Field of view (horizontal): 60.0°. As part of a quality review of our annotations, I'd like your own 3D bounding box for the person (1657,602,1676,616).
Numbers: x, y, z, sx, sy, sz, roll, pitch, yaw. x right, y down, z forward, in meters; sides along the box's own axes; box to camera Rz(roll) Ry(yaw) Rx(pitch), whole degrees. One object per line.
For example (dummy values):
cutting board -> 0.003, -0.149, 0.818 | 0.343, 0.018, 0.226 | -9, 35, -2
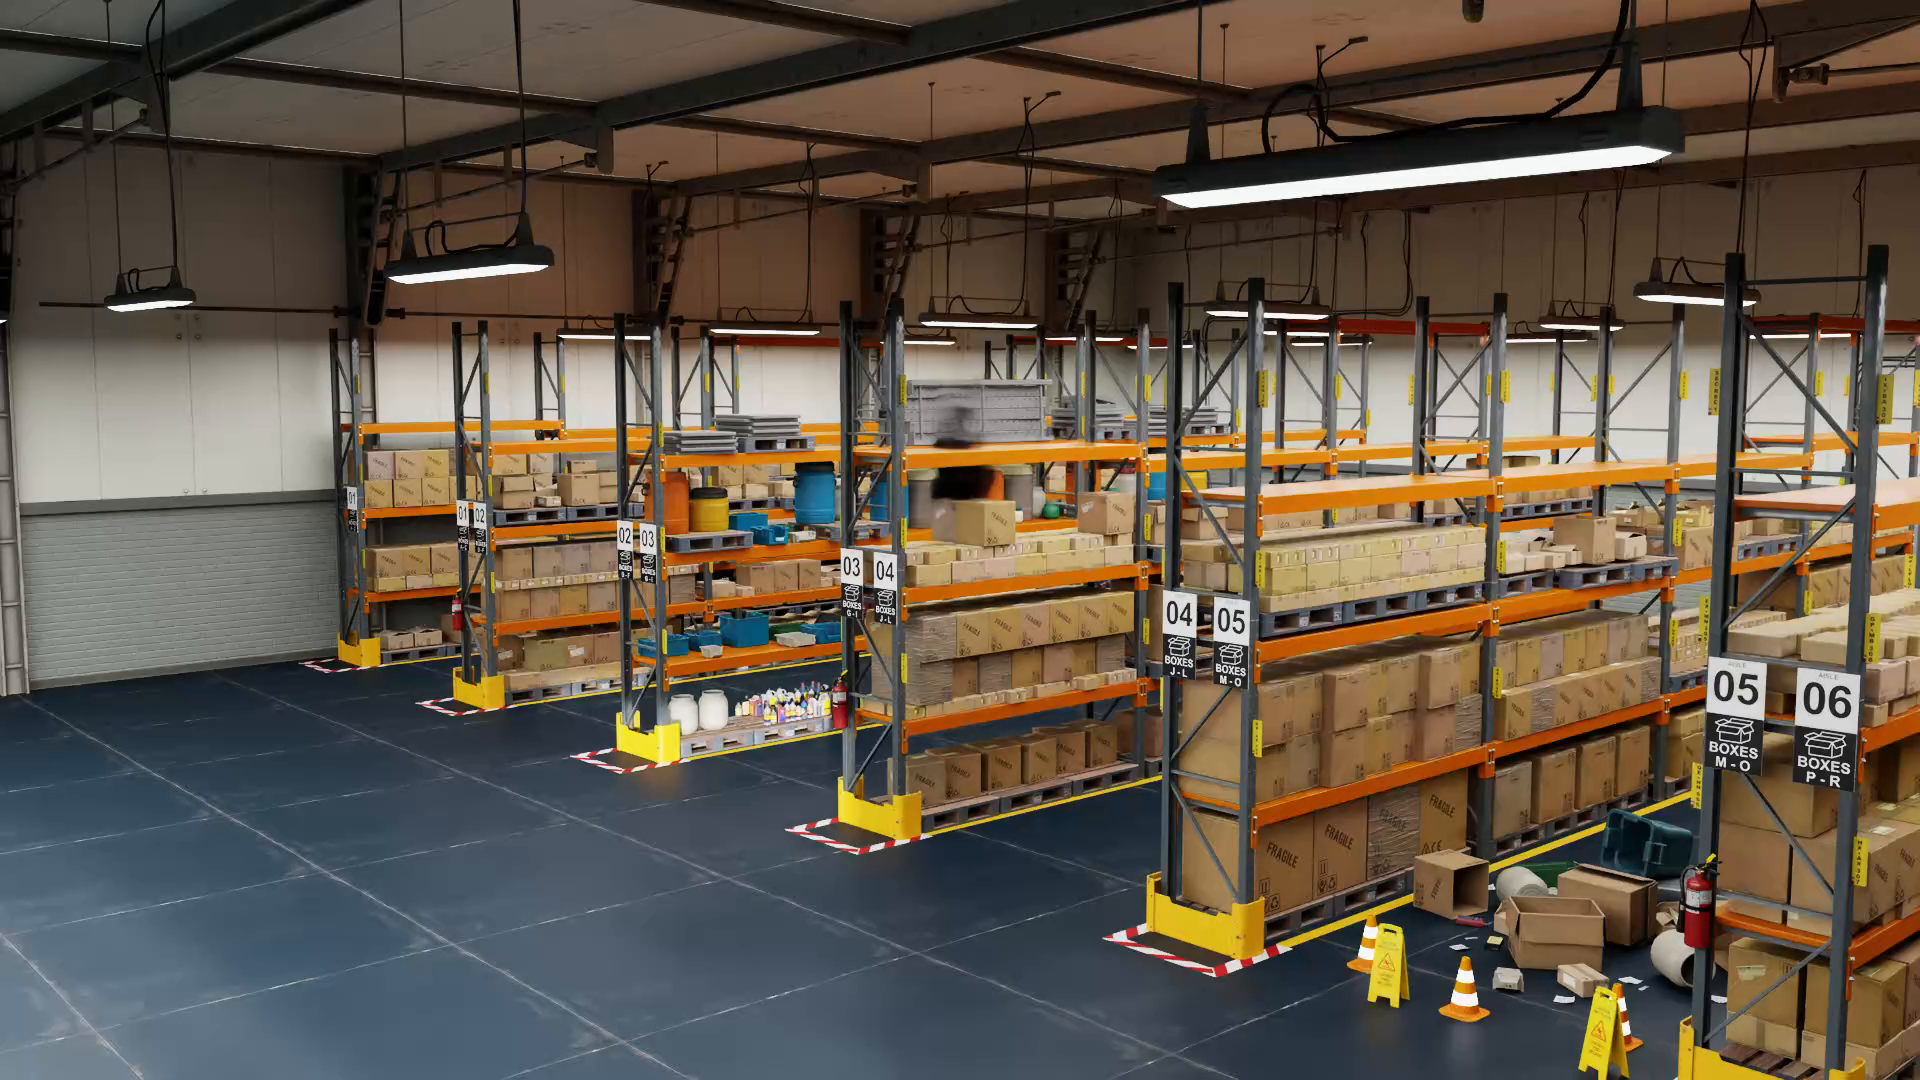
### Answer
person -> 10.609, 1.821, 24.954 | 0.913, 1.805, 0.645 | -4, 7, -35
